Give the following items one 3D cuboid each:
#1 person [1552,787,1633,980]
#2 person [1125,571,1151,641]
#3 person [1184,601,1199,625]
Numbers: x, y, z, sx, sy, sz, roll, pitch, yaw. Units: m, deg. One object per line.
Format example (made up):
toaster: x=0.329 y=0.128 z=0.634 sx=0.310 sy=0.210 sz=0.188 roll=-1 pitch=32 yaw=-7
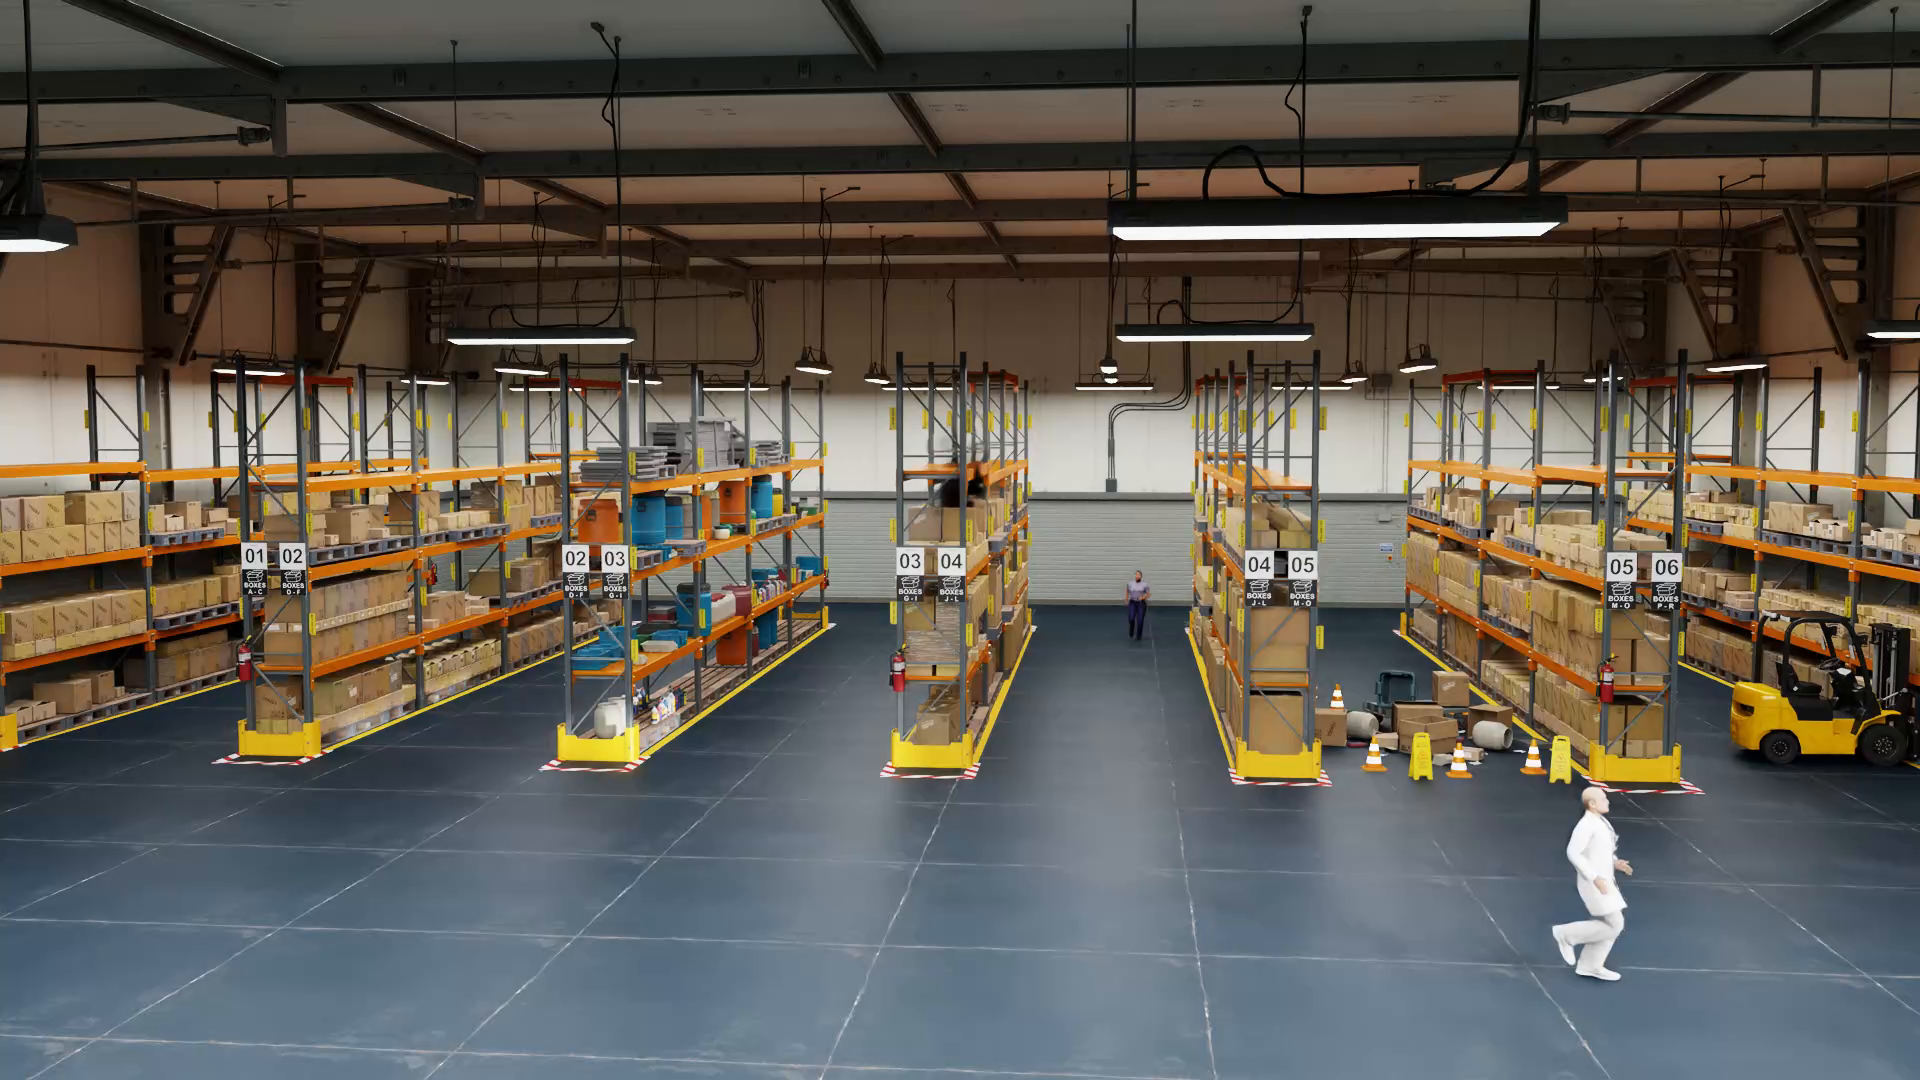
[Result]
person: x=5.693 y=3.080 z=14.954 sx=0.638 sy=1.733 sz=0.710 roll=2 pitch=5 yaw=30
person: x=4.047 y=1.545 z=37.963 sx=0.598 sy=1.526 sz=0.551 roll=1 pitch=4 yaw=11
person: x=5.880 y=1.288 z=40.770 sx=0.739 sy=1.620 sz=0.882 roll=1 pitch=4 yaw=11
